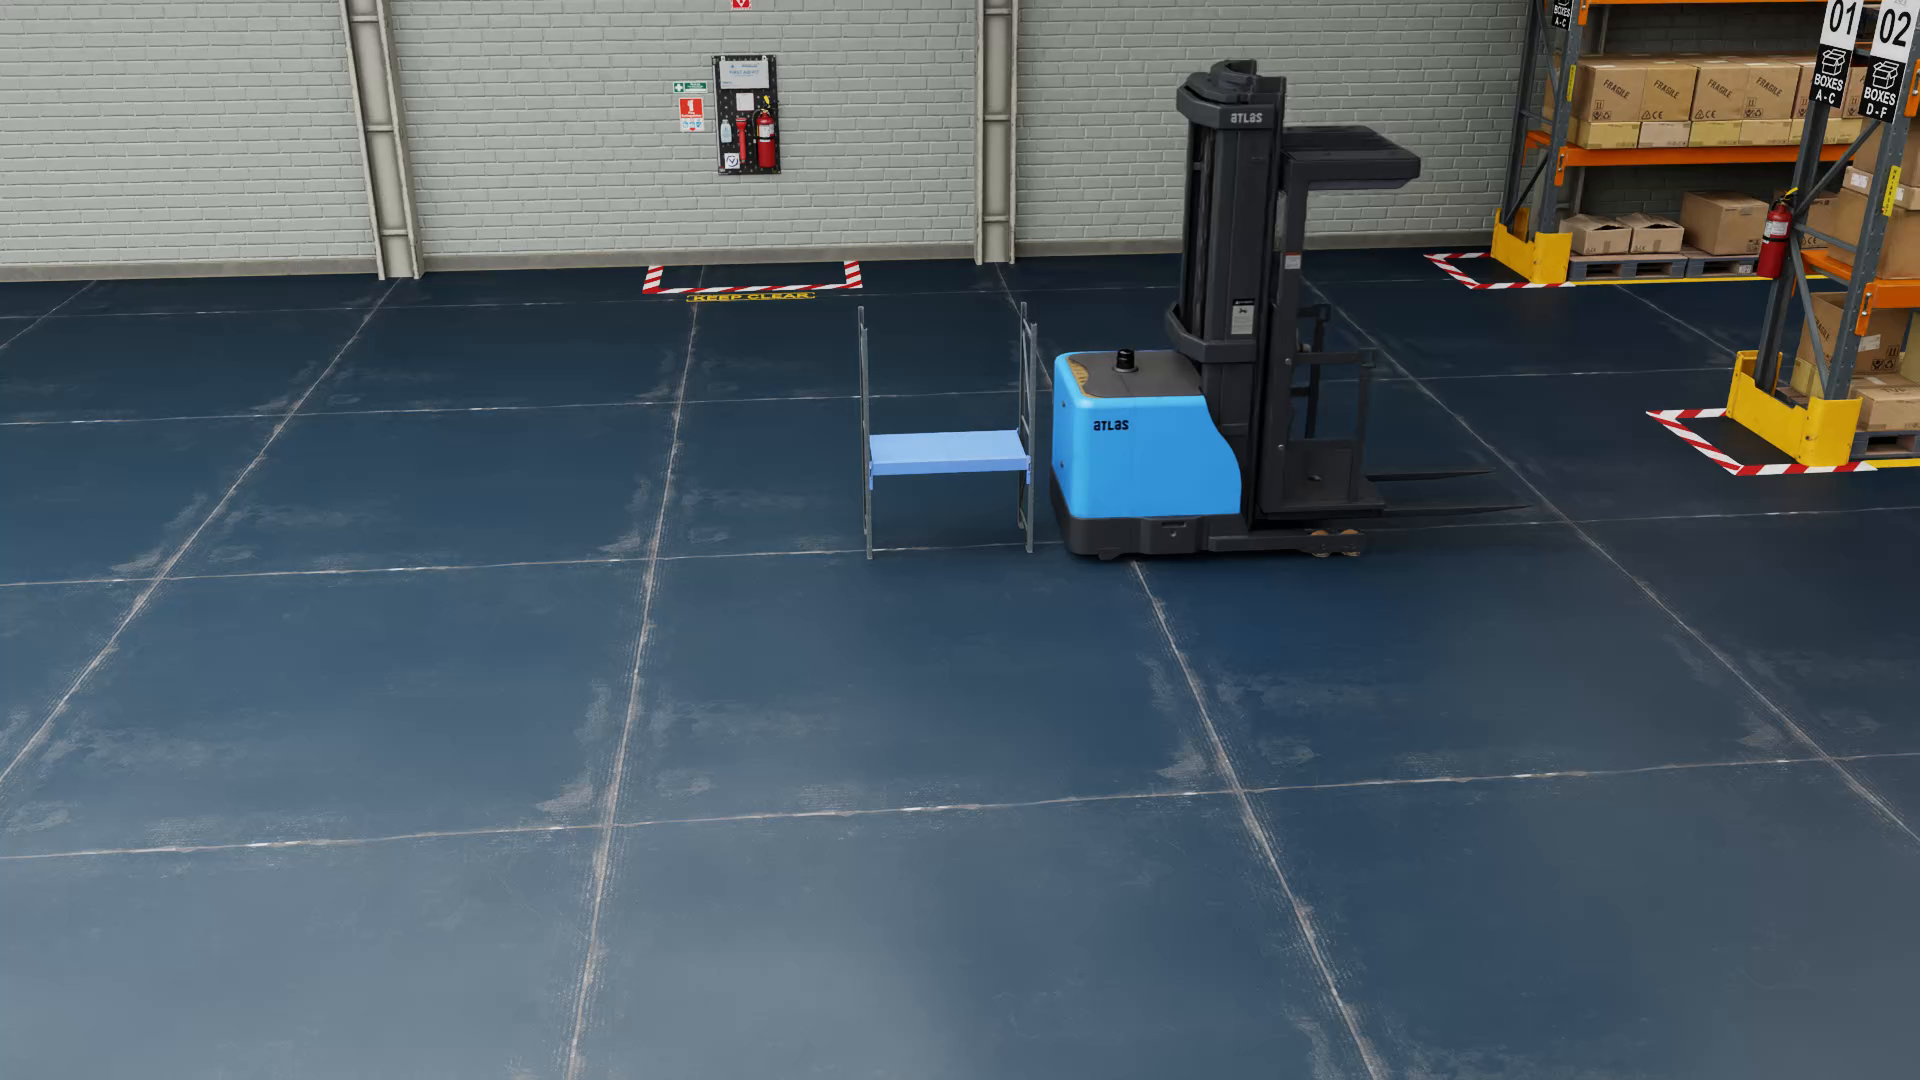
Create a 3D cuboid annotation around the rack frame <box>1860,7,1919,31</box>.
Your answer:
[{"bbox_3d":[6.205,-4.878,10.645,0.127,3.000,1.000,-2,24,-5],"label":"rack frame"}]

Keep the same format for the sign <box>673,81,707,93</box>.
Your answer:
[{"bbox_3d":[-2.663,-4.468,16.413,0.331,0.109,0.001,-2,24,-5],"label":"sign"}]

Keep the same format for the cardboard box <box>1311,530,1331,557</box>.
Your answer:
[{"bbox_3d":[2.279,0.024,10.503,0.160,0.156,0.130,-3,24,-6],"label":"cardboard box"}]

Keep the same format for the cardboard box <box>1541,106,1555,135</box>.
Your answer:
[{"bbox_3d":[6.160,-4.176,16.613,0.500,0.250,0.500,-2,24,-4],"label":"cardboard box"}]

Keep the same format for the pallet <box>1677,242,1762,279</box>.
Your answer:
[{"bbox_3d":[7.813,-2.933,17.089,1.213,0.211,1.003,-2,24,-5],"label":"pallet"}]

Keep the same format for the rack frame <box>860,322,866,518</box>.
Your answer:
[{"bbox_3d":[-0.591,-0.661,10.391,0.013,1.308,0.475,-2,24,-5],"label":"rack frame"}]

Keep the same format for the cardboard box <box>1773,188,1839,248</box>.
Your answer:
[{"bbox_3d":[8.666,-3.299,17.016,0.500,0.500,0.500,-4,24,-9],"label":"cardboard box"}]

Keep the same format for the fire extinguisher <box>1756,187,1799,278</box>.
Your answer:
[{"bbox_3d":[6.042,-2.284,12.291,0.183,0.674,0.296,-2,24,-5],"label":"fire extinguisher"}]

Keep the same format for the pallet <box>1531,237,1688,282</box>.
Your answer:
[{"bbox_3d":[6.602,-2.886,16.982,1.213,0.211,1.003,-2,24,-5],"label":"pallet"}]

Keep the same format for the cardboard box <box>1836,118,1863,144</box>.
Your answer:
[{"bbox_3d":[8.757,-4.081,16.398,0.500,0.250,0.500,-2,24,-5],"label":"cardboard box"}]

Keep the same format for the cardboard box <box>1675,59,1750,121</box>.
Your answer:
[{"bbox_3d":[7.227,-4.353,16.088,0.500,0.500,0.500,-3,24,-7],"label":"cardboard box"}]

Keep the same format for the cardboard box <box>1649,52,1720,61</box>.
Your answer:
[{"bbox_3d":[15.270,0.065,5.669,13.577,0.889,26.022,-3,24,-7],"label":"cardboard box"}]

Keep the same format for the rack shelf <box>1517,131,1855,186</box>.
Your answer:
[{"bbox_3d":[7.705,-3.890,16.694,4.000,0.370,1.077,-2,24,-5],"label":"rack shelf"}]

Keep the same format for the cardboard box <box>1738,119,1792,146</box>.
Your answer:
[{"bbox_3d":[7.757,-4.034,16.293,0.500,0.250,0.500,-2,24,-5],"label":"cardboard box"}]

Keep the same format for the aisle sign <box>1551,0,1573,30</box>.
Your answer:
[{"bbox_3d":[5.672,-5.202,15.561,0.004,0.787,0.394,-2,24,-5],"label":"aisle sign"}]

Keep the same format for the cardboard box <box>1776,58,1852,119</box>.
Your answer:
[{"bbox_3d":[8.256,-4.400,16.192,0.500,0.500,0.500,-3,24,-7],"label":"cardboard box"}]

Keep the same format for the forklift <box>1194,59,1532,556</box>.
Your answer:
[{"bbox_3d":[2.150,-1.441,10.383,3.031,2.935,1.121,-2,24,-4],"label":"forklift"}]

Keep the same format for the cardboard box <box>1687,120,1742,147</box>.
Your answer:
[{"bbox_3d":[7.254,-4.015,16.249,0.500,0.250,0.500,-3,24,-6],"label":"cardboard box"}]

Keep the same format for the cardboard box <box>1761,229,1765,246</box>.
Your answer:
[{"bbox_3d":[8.101,-3.141,17.092,0.250,0.149,0.380,-4,24,-9],"label":"cardboard box"}]

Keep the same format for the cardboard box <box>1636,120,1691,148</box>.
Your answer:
[{"bbox_3d":[6.746,-3.997,16.209,0.500,0.250,0.500,-3,24,-7],"label":"cardboard box"}]

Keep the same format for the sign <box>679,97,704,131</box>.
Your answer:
[{"bbox_3d":[-2.668,-4.229,16.528,0.234,0.329,0.001,-2,24,-5],"label":"sign"}]

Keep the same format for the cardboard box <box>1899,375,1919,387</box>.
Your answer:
[{"bbox_3d":[7.258,-1.025,12.231,0.500,0.250,0.500,-2,24,-5],"label":"cardboard box"}]

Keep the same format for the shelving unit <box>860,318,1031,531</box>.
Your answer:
[{"bbox_3d":[-0.085,-0.682,10.438,1.030,1.308,0.538,-2,24,-5],"label":"shelving unit"}]

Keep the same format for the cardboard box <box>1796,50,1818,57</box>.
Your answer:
[{"bbox_3d":[8.692,-4.628,16.706,0.500,0.500,0.500,-2,24,-5],"label":"cardboard box"}]

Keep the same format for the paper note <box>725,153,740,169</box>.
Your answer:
[{"bbox_3d":[-2.291,-3.812,16.717,0.142,0.148,0.016,-2,24,-5],"label":"paper note"}]

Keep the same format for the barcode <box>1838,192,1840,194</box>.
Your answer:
[{"bbox_3d":[9.134,-3.579,17.250,0.075,0.075,0.001,-2,24,-5],"label":"barcode"}]

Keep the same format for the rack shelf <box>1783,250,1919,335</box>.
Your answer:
[{"bbox_3d":[8.195,-1.888,12.189,4.000,0.370,1.077,-2,24,-5],"label":"rack shelf"}]

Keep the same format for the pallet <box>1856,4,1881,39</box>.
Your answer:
[{"bbox_3d":[6.911,-3.485,11.312,1.213,0.211,1.003,-2,24,-5],"label":"pallet"}]

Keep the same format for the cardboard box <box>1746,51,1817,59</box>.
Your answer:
[{"bbox_3d":[8.195,-4.610,16.666,0.500,0.500,0.500,-2,24,-4],"label":"cardboard box"}]

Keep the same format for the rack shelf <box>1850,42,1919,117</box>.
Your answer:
[{"bbox_3d":[8.195,-3.258,11.580,4.000,0.370,1.077,-2,24,-5],"label":"rack shelf"}]

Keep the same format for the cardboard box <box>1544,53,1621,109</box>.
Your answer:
[{"bbox_3d":[6.162,-4.527,16.478,0.500,0.500,0.500,-3,24,-6],"label":"cardboard box"}]

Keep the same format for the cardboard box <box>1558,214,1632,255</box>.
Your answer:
[{"bbox_3d":[6.412,-3.102,16.805,0.500,0.311,0.500,-5,24,-11],"label":"cardboard box"}]

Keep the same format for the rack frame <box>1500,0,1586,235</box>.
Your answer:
[{"bbox_3d":[5.714,-4.139,16.368,0.127,3.000,1.000,-2,24,-5],"label":"rack frame"}]

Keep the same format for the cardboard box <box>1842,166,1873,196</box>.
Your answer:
[{"bbox_3d":[6.566,-2.571,11.919,0.250,0.149,0.380,-3,24,-6],"label":"cardboard box"}]

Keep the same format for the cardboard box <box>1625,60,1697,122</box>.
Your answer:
[{"bbox_3d":[6.712,-4.335,16.047,0.500,0.500,0.500,-2,24,-5],"label":"cardboard box"}]

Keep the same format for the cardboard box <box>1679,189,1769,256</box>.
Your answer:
[{"bbox_3d":[7.714,-3.220,16.838,0.500,0.500,0.700,-4,24,-8],"label":"cardboard box"}]

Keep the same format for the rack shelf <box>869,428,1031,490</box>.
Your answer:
[{"bbox_3d":[-0.085,-0.518,10.511,1.000,0.185,0.538,-2,24,-5],"label":"rack shelf"}]

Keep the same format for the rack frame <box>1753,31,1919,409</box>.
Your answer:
[{"bbox_3d":[6.205,-2.136,11.864,0.127,3.000,1.000,-2,24,-5],"label":"rack frame"}]

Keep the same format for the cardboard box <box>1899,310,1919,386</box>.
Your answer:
[{"bbox_3d":[7.258,-1.367,12.077,0.500,0.500,0.500,-2,24,-5],"label":"cardboard box"}]

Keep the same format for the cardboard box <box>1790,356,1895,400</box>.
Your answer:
[{"bbox_3d":[6.710,-1.213,12.654,0.500,0.250,0.500,-2,24,-5],"label":"cardboard box"}]

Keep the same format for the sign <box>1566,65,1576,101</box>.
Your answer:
[{"bbox_3d":[5.768,-4.315,15.699,0.005,0.325,0.100,-2,24,-5],"label":"sign"}]

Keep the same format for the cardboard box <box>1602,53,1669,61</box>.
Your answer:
[{"bbox_3d":[6.664,-4.543,16.514,0.500,0.500,0.500,-2,24,-4],"label":"cardboard box"}]

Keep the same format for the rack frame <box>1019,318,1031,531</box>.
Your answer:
[{"bbox_3d":[0.421,-0.702,10.482,0.013,1.308,0.475,-2,24,-5],"label":"rack frame"}]

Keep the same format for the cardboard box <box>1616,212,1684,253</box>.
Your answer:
[{"bbox_3d":[6.979,-3.125,16.856,0.500,0.311,0.500,0,24,-1],"label":"cardboard box"}]

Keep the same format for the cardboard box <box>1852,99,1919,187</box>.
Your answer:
[{"bbox_3d":[6.723,-2.791,11.615,0.500,0.500,0.700,-2,24,-5],"label":"cardboard box"}]

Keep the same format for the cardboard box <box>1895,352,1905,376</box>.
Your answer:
[{"bbox_3d":[7.206,-1.238,12.709,0.500,0.250,0.500,-2,24,-5],"label":"cardboard box"}]

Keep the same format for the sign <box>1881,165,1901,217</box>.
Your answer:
[{"bbox_3d":[6.253,-2.344,11.166,0.005,0.325,0.100,-2,24,-5],"label":"sign"}]

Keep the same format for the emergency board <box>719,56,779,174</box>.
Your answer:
[{"bbox_3d":[-2.104,-4.193,16.491,0.636,1.158,0.192,-2,24,-5],"label":"emergency board"}]

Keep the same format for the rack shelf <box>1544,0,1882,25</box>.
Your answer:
[{"bbox_3d":[7.705,-5.260,16.085,4.000,0.370,1.077,-2,24,-5],"label":"rack shelf"}]

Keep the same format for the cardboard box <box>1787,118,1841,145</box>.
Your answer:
[{"bbox_3d":[8.258,-4.055,16.339,0.500,0.250,0.500,-2,24,-5],"label":"cardboard box"}]
